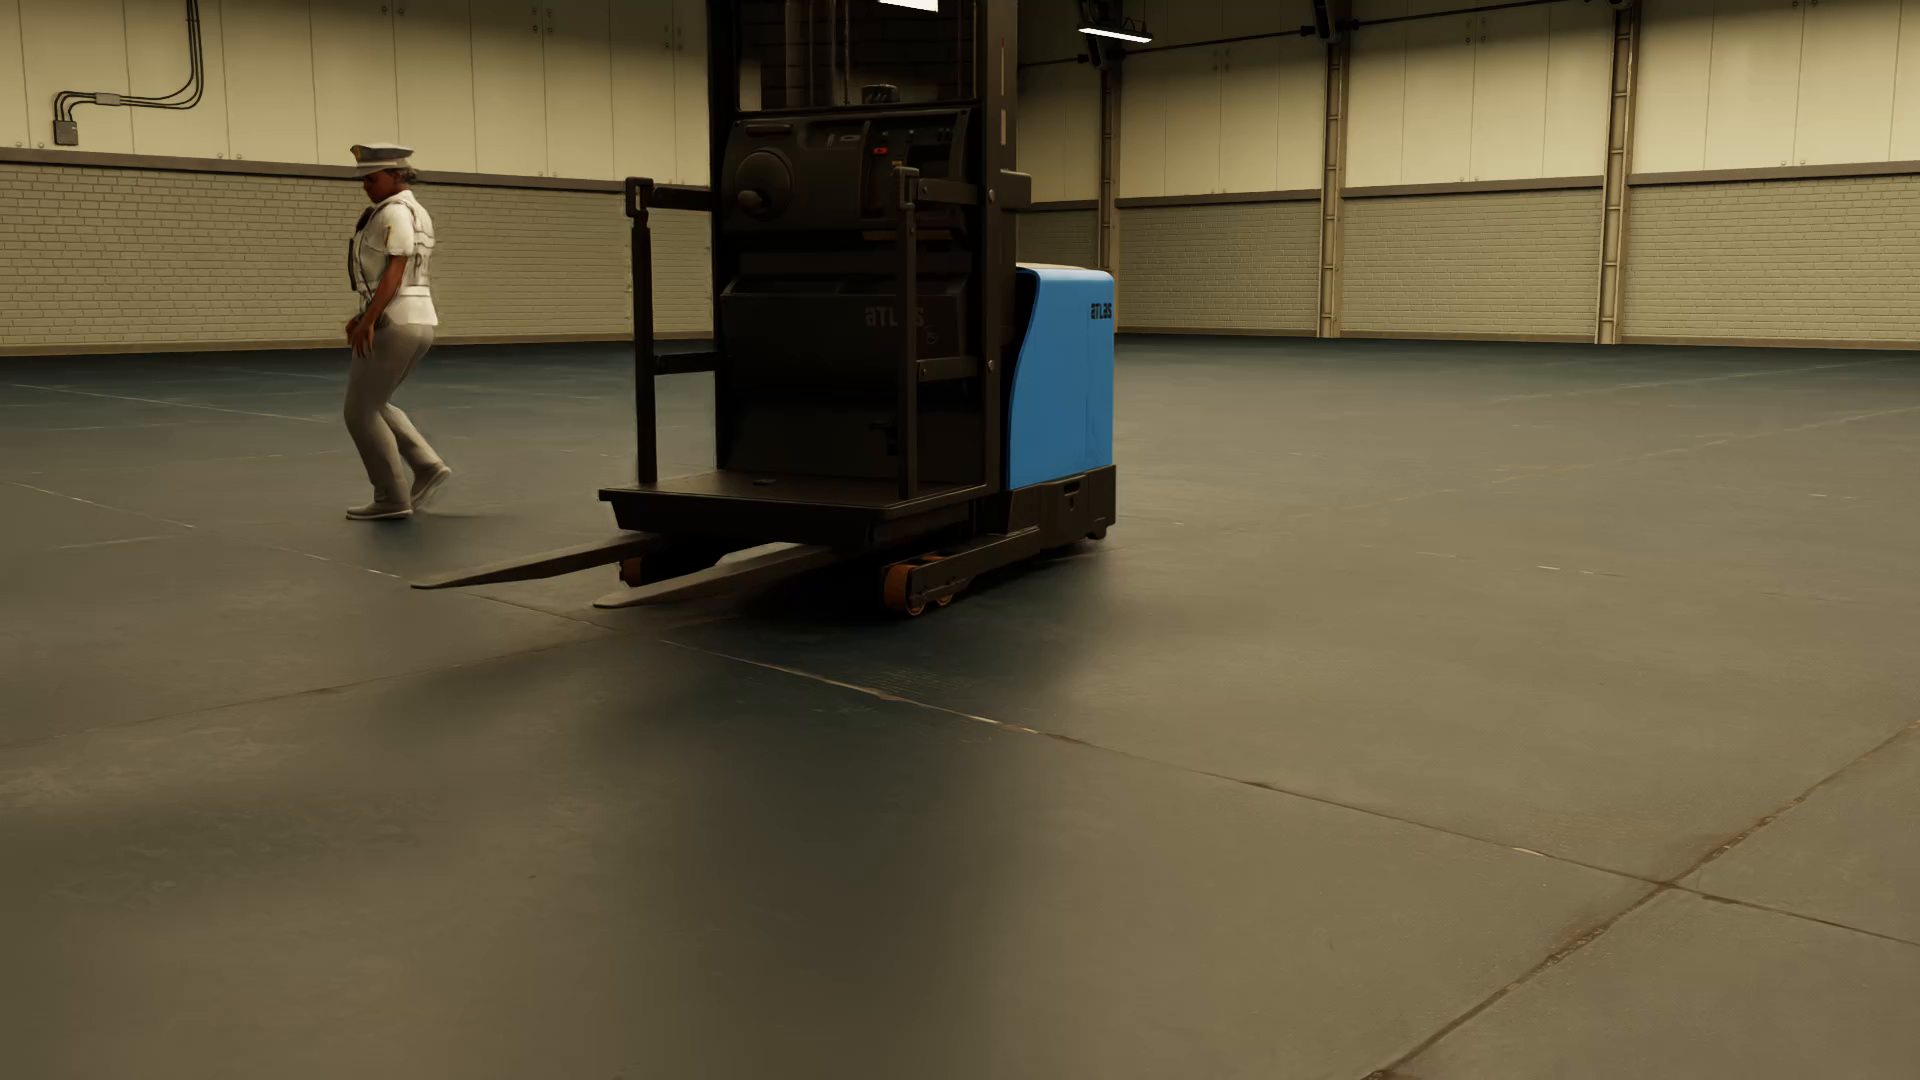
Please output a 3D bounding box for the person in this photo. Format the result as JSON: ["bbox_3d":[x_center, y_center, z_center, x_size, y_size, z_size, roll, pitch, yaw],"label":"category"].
[{"bbox_3d":[-2.521,-0.896,7.233,0.453,1.629,0.685,0,9,1],"label":"person"}]

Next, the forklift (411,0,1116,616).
[{"bbox_3d":[-0.486,-1.287,5.421,1.130,2.935,3.031,4,10,26],"label":"forklift"}]
